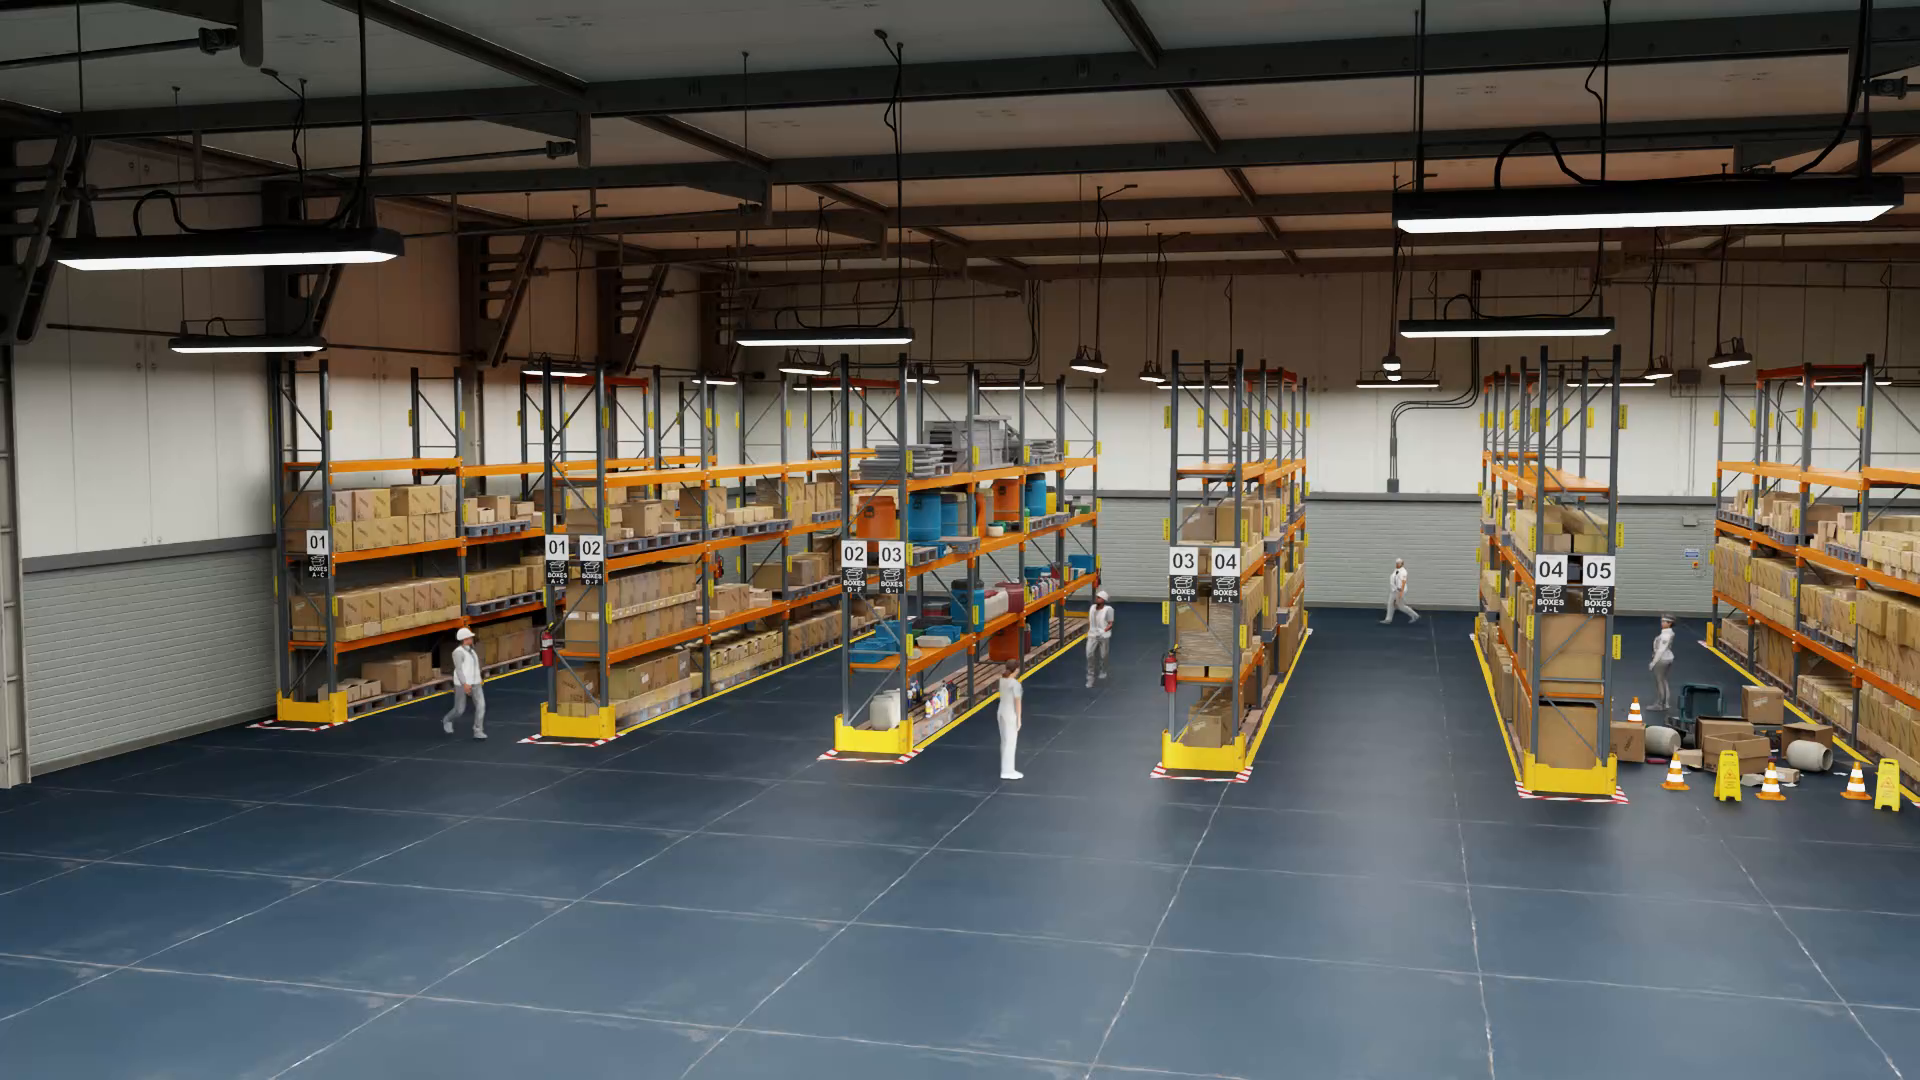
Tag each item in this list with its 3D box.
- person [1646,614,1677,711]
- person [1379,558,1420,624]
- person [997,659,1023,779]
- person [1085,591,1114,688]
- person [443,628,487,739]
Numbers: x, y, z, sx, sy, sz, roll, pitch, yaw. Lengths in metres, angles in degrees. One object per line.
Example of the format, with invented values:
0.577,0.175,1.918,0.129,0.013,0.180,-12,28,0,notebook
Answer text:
12.066,2.128,28.601,0.541,1.718,0.446,-4,5,-41,person
10.753,1.257,40.721,0.906,1.629,0.546,0,4,4,person
0.732,2.494,23.237,0.375,1.686,0.459,-3,5,-32,person
2.642,1.865,31.415,0.567,1.801,0.891,1,4,18,person
-7.797,2.245,26.194,0.877,1.722,0.486,4,6,42,person
